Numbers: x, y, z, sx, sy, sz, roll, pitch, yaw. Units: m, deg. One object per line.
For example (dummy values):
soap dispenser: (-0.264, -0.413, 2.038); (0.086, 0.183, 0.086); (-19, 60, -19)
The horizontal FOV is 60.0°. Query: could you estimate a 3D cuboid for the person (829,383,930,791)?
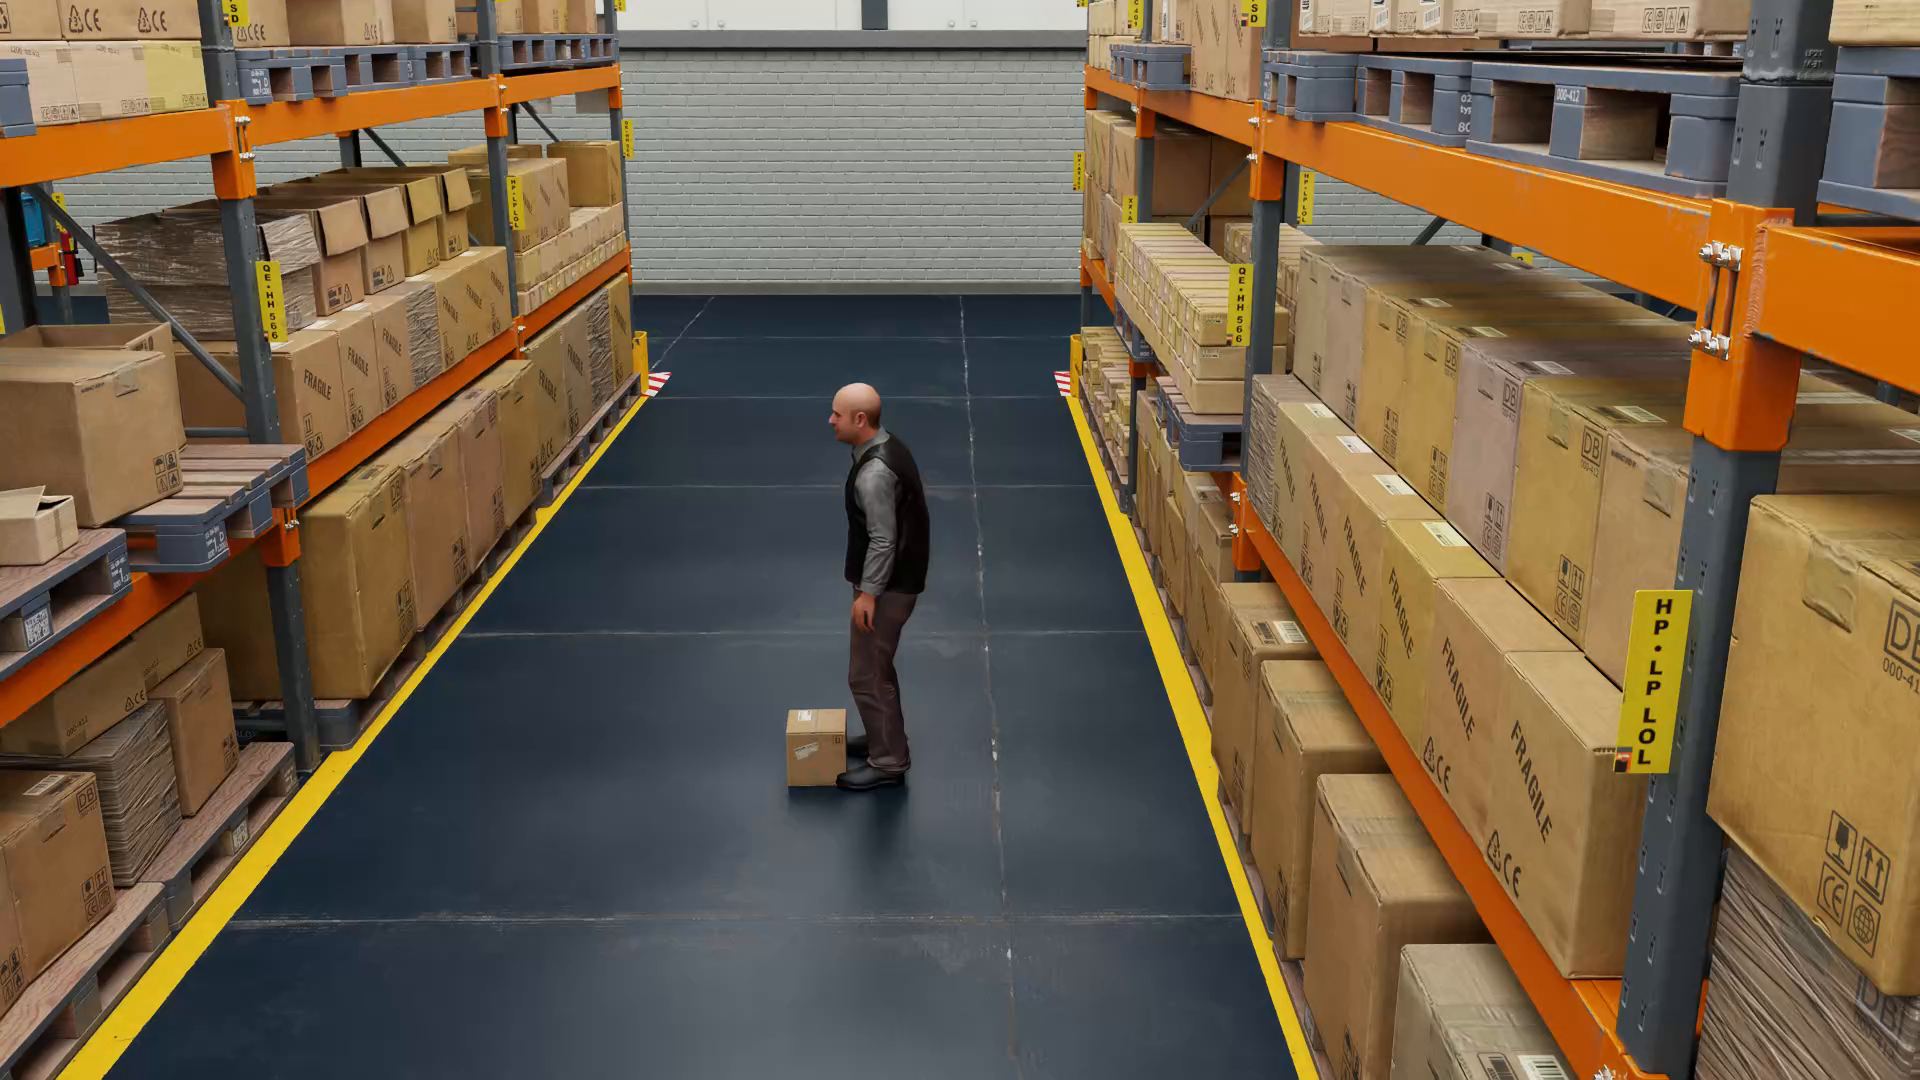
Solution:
person: (-0.334, 0.185, 6.979); (0.421, 1.720, 0.580); (0, 17, -1)
